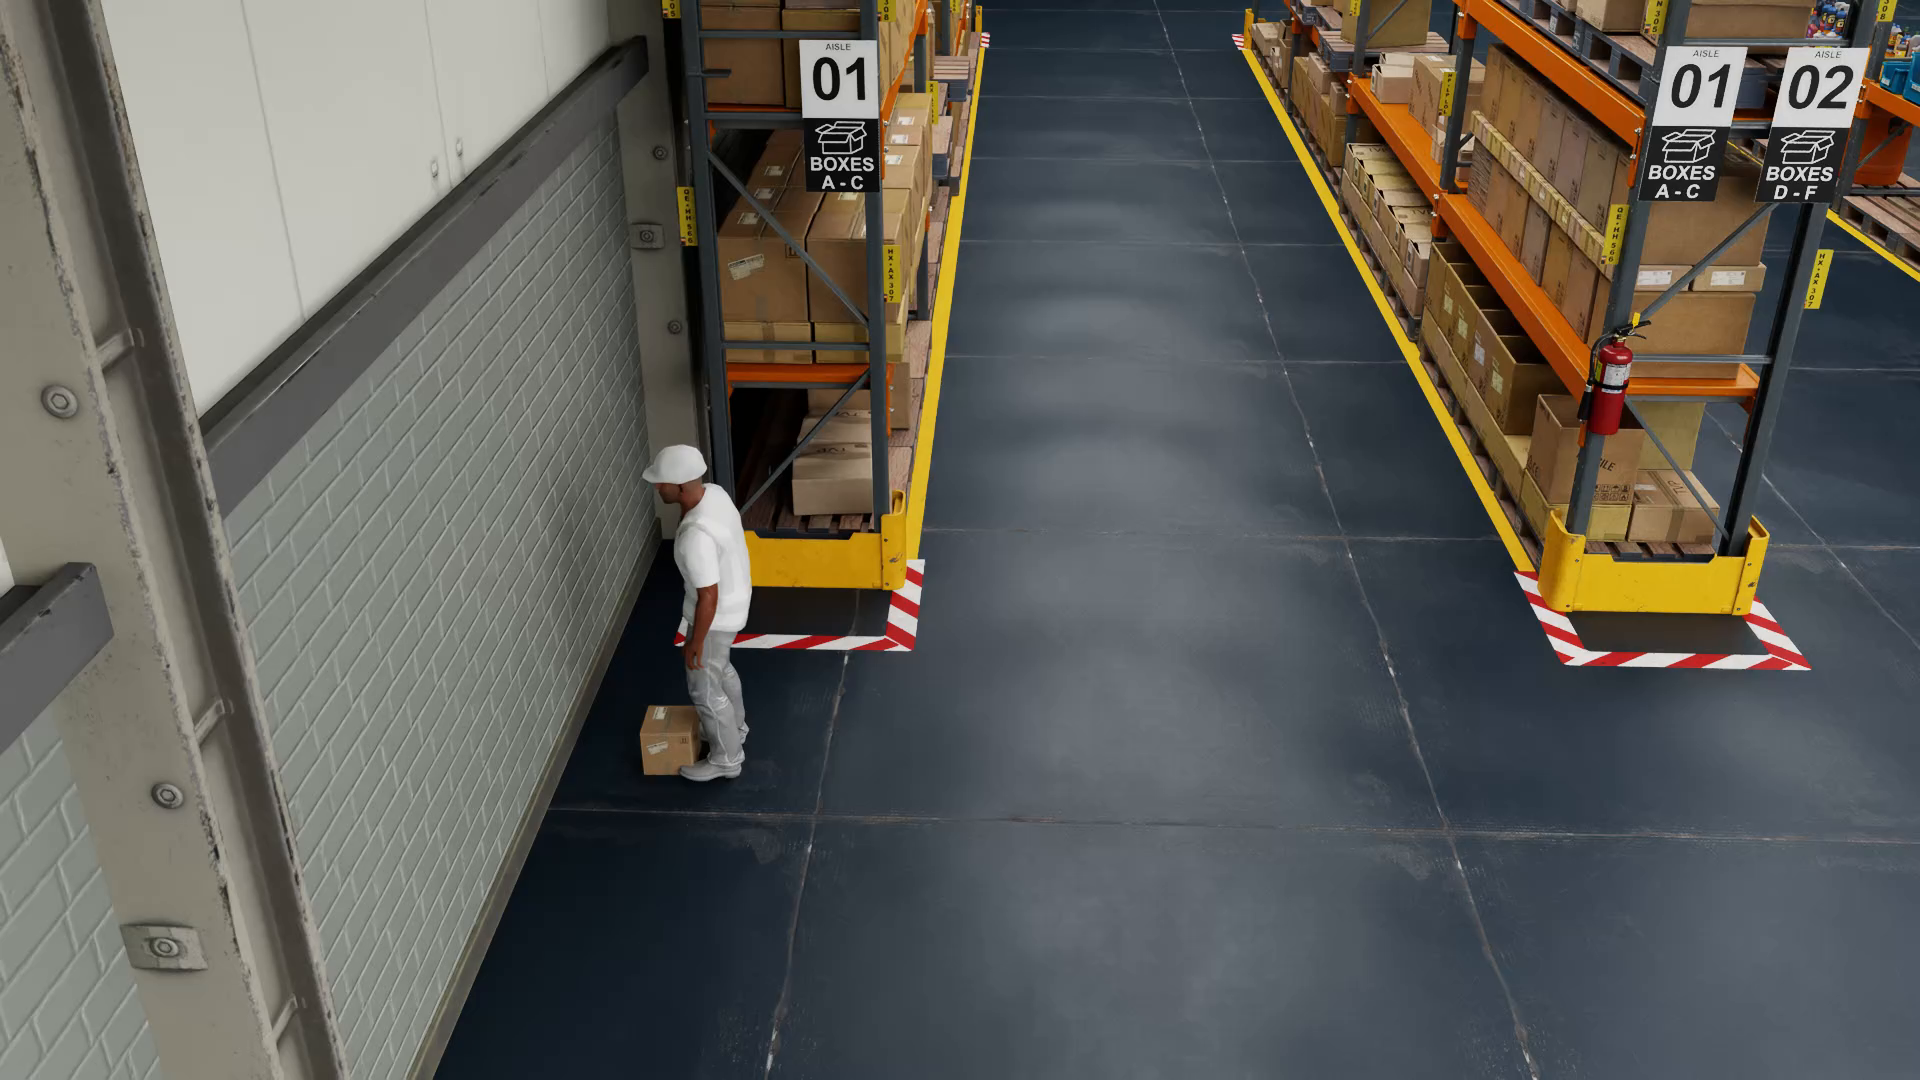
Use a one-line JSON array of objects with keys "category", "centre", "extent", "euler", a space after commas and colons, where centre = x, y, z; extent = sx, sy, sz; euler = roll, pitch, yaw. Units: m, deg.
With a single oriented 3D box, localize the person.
[{"category": "person", "centre": [-1.221, 0.339, 7.958], "extent": [0.455, 1.761, 0.635], "euler": [0, 28, -1]}]
